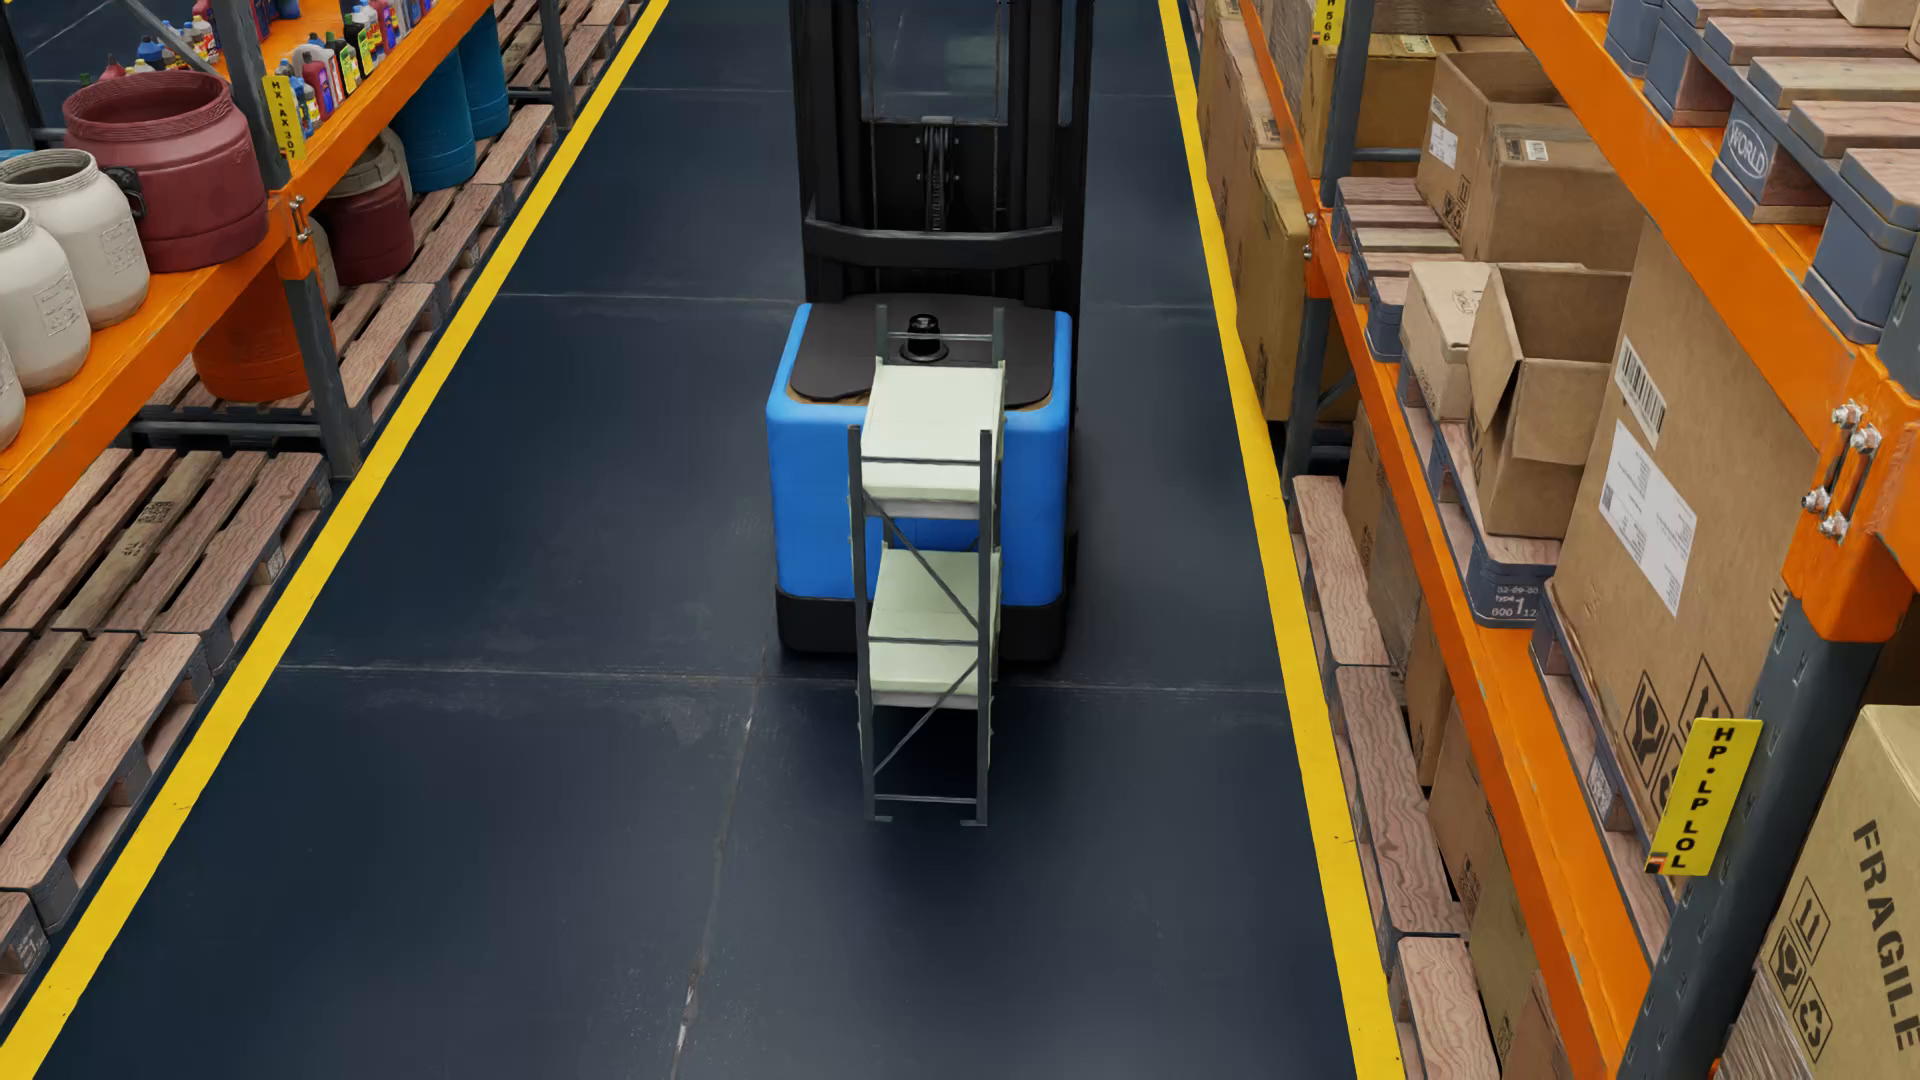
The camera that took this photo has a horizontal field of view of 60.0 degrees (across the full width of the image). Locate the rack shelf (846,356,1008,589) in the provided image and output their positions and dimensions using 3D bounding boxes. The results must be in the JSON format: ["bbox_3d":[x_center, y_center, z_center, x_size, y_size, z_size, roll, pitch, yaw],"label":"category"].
[{"bbox_3d":[-0.086,-0.221,5.081,0.431,0.370,0.720,2,35,3],"label":"rack shelf"}]

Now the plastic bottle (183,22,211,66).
[{"bbox_3d":[-3.444,-2.223,7.477,0.097,0.201,0.097,0,35,0],"label":"plastic bottle"}]

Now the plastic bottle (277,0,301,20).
[{"bbox_3d":[-3.271,-2.670,8.052,0.097,0.271,0.097,0,35,0],"label":"plastic bottle"}]

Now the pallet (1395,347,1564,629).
[{"bbox_3d":[1.820,-0.197,4.588,1.003,0.211,1.213,1,35,2],"label":"pallet"}]

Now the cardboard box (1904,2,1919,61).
[{"bbox_3d":[1.816,-0.824,2.250,0.797,0.503,0.637,0,35,0],"label":"cardboard box"}]

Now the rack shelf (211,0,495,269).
[{"bbox_3d":[-3.010,-2.382,8.157,1.077,0.370,4.000,1,35,2],"label":"rack shelf"}]

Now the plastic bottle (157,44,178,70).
[{"bbox_3d":[-3.456,-2.055,7.238,0.097,0.201,0.097,0,35,0],"label":"plastic bottle"}]

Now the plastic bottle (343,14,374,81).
[{"bbox_3d":[-2.671,-2.195,7.367,0.061,0.283,0.133,1,35,2],"label":"plastic bottle"}]

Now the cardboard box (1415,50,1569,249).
[{"bbox_3d":[1.877,-1.315,5.560,0.500,0.500,0.500,-3,35,-4],"label":"cardboard box"}]

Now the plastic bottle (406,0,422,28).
[{"bbox_3d":[-2.684,-2.637,7.936,0.144,0.351,0.185,1,35,2],"label":"plastic bottle"}]

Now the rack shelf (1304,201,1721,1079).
[{"bbox_3d":[1.779,0.030,4.724,1.077,0.370,4.000,1,35,2],"label":"rack shelf"}]

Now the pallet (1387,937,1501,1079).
[{"bbox_3d":[1.728,1.578,4.321,1.003,0.211,1.213,1,35,2],"label":"pallet"}]

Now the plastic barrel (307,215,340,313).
[{"bbox_3d":[-3.154,-1.290,7.775,0.421,0.512,0.421,0,35,0],"label":"plastic barrel"}]

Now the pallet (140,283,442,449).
[{"bbox_3d":[-3.100,-0.841,7.763,1.003,0.211,1.213,1,35,2],"label":"pallet"}]

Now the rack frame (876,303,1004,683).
[{"bbox_3d":[-0.062,-0.112,5.604,0.400,1.500,0.023,2,35,3],"label":"rack frame"}]

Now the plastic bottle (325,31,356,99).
[{"bbox_3d":[-2.680,-2.063,7.178,0.061,0.283,0.133,1,35,2],"label":"plastic bottle"}]

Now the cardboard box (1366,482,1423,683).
[{"bbox_3d":[1.843,0.134,5.742,0.700,0.500,0.500,-1,35,-2],"label":"cardboard box"}]

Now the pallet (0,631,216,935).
[{"bbox_3d":[-3.212,0.756,5.490,1.003,0.211,1.213,1,35,2],"label":"pallet"}]

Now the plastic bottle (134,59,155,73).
[{"bbox_3d":[-3.464,-1.943,7.079,0.097,0.201,0.097,0,35,0],"label":"plastic bottle"}]

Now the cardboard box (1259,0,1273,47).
[{"bbox_3d":[1.696,-2.620,7.783,0.500,0.500,0.500,2,35,3],"label":"cardboard box"}]

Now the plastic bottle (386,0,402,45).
[{"bbox_3d":[-2.671,-2.446,7.733,0.097,0.271,0.097,0,35,0],"label":"plastic bottle"}]

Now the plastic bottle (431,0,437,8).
[{"bbox_3d":[-2.649,-2.733,8.203,0.097,0.201,0.097,0,35,0],"label":"plastic bottle"}]

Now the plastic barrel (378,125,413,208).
[{"bbox_3d":[-3.109,-1.938,8.698,0.421,0.512,0.421,0,35,0],"label":"plastic barrel"}]

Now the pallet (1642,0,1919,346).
[{"bbox_3d":[1.830,-0.618,2.575,1.213,0.211,1.003,1,35,2],"label":"pallet"}]

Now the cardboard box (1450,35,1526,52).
[{"bbox_3d":[2.150,-1.727,6.512,0.500,0.500,0.500,2,35,3],"label":"cardboard box"}]

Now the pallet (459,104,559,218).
[{"bbox_3d":[-3.002,-2.243,9.757,1.003,0.211,1.213,1,35,2],"label":"pallet"}]

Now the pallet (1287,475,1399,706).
[{"bbox_3d":[1.826,0.177,6.315,1.003,0.211,1.213,1,35,2],"label":"pallet"}]

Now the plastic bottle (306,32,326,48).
[{"bbox_3d":[-2.760,-2.049,7.169,0.097,0.271,0.097,0,35,0],"label":"plastic bottle"}]

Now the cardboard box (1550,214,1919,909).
[{"bbox_3d":[1.870,0.014,3.234,1.000,1.000,1.000,2,35,2],"label":"cardboard box"}]

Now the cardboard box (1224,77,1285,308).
[{"bbox_3d":[1.951,-1.624,7.934,1.225,0.875,0.875,1,35,2],"label":"cardboard box"}]

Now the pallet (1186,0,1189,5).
[{"bbox_3d":[2.226,-4.407,12.838,1.003,0.211,1.213,1,35,2],"label":"pallet"}]

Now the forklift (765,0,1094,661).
[{"bbox_3d":[-0.049,-1.588,6.460,1.130,2.935,3.031,2,35,3],"label":"forklift"}]

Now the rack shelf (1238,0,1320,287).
[{"bbox_3d":[1.939,-2.268,7.994,1.077,0.370,4.000,1,35,2],"label":"rack shelf"}]

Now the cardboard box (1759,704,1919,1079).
[{"bbox_3d":[1.426,0.566,2.121,0.500,0.500,0.500,1,35,2],"label":"cardboard box"}]

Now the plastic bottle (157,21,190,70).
[{"bbox_3d":[-3.452,-2.139,7.297,0.097,0.271,0.097,0,35,0],"label":"plastic bottle"}]

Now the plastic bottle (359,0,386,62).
[{"bbox_3d":[-2.680,-2.313,7.545,0.097,0.271,0.097,0,35,0],"label":"plastic bottle"}]

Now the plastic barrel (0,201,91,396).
[{"bbox_3d":[-2.935,-0.735,5.091,0.421,0.512,0.421,0,35,0],"label":"plastic barrel"}]

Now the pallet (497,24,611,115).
[{"bbox_3d":[-2.939,-3.108,10.989,1.003,0.211,1.213,1,35,2],"label":"pallet"}]

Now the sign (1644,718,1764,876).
[{"bbox_3d":[1.144,0.400,2.565,0.100,0.325,0.005,1,35,2],"label":"sign"}]

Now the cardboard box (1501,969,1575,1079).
[{"bbox_3d":[1.744,1.375,3.976,0.700,0.500,0.500,-1,35,-2],"label":"cardboard box"}]

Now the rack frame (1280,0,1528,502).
[{"bbox_3d":[1.859,-1.413,6.152,1.000,3.000,0.127,1,35,2],"label":"rack frame"}]

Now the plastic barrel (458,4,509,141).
[{"bbox_3d":[-2.968,-2.827,9.623,0.600,0.901,0.708,1,35,2],"label":"plastic barrel"}]

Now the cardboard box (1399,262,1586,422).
[{"bbox_3d":[1.562,-0.566,4.712,0.500,0.250,0.500,0,35,1],"label":"cardboard box"}]

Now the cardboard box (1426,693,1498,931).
[{"bbox_3d":[1.805,0.780,4.822,0.700,0.500,0.500,-2,35,-2],"label":"cardboard box"}]

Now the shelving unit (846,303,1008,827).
[{"bbox_3d":[-0.086,0.098,5.306,0.431,1.500,0.755,2,35,3],"label":"shelving unit"}]

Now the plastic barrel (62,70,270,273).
[{"bbox_3d":[-2.806,-1.310,5.887,0.600,0.536,0.708,1,35,2],"label":"plastic barrel"}]

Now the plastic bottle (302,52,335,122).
[{"bbox_3d":[-2.691,-1.909,6.959,0.061,0.283,0.133,1,35,2],"label":"plastic bottle"}]

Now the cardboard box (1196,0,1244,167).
[{"bbox_3d":[2.014,-2.646,9.389,1.225,0.875,0.875,1,35,2],"label":"cardboard box"}]

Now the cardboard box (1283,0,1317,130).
[{"bbox_3d":[1.657,-2.030,6.942,0.500,0.500,0.500,1,35,1],"label":"cardboard box"}]

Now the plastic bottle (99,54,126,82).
[{"bbox_3d":[-3.491,-1.855,6.882,0.061,0.283,0.133,1,35,2],"label":"plastic bottle"}]

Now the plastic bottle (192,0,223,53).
[{"bbox_3d":[-3.454,-2.379,7.628,0.061,0.283,0.133,1,35,2],"label":"plastic bottle"}]

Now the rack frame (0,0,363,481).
[{"bbox_3d":[-3.090,-1.528,6.315,1.000,3.000,0.127,1,35,2],"label":"rack frame"}]

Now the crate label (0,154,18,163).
[{"bbox_3d":[-3.400,-0.978,5.502,0.502,0.435,0.616,1,35,2],"label":"crate label"}]

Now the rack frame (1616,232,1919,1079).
[{"bbox_3d":[1.698,0.885,2.882,1.000,3.000,0.127,1,35,2],"label":"rack frame"}]

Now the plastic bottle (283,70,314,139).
[{"bbox_3d":[-2.718,-1.782,6.789,0.097,0.271,0.097,0,35,0],"label":"plastic bottle"}]
